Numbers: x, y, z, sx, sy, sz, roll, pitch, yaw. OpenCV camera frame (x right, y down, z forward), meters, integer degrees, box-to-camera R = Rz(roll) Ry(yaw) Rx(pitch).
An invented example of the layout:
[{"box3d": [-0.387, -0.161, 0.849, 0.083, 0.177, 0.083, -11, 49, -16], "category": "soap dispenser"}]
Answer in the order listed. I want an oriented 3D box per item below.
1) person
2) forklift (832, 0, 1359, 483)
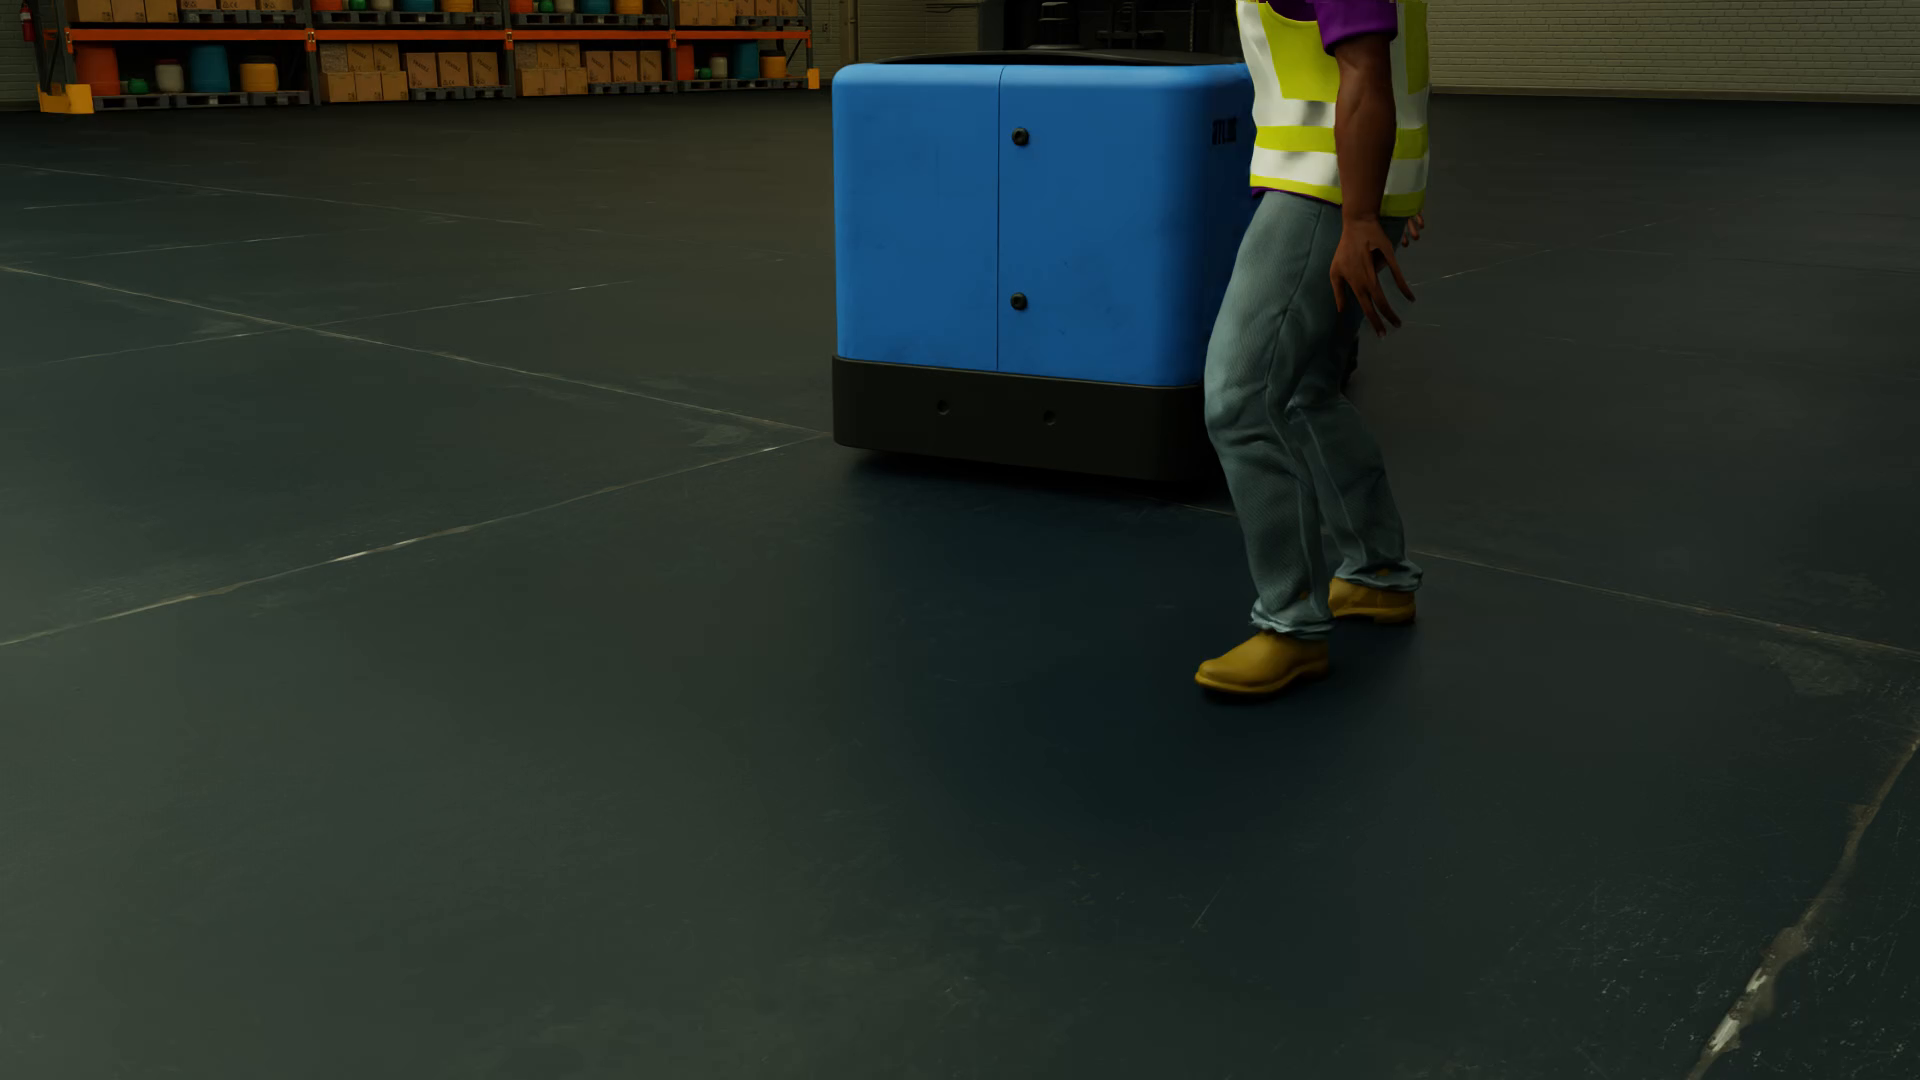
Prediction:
[{"box3d": [0.674, -0.636, 3.106, 0.473, 1.733, 0.896, 6, 18, 18], "category": "person"}, {"box3d": [0.724, -1.933, 5.263, 1.130, 2.935, 3.031, 8, 18, 24], "category": "forklift"}]
